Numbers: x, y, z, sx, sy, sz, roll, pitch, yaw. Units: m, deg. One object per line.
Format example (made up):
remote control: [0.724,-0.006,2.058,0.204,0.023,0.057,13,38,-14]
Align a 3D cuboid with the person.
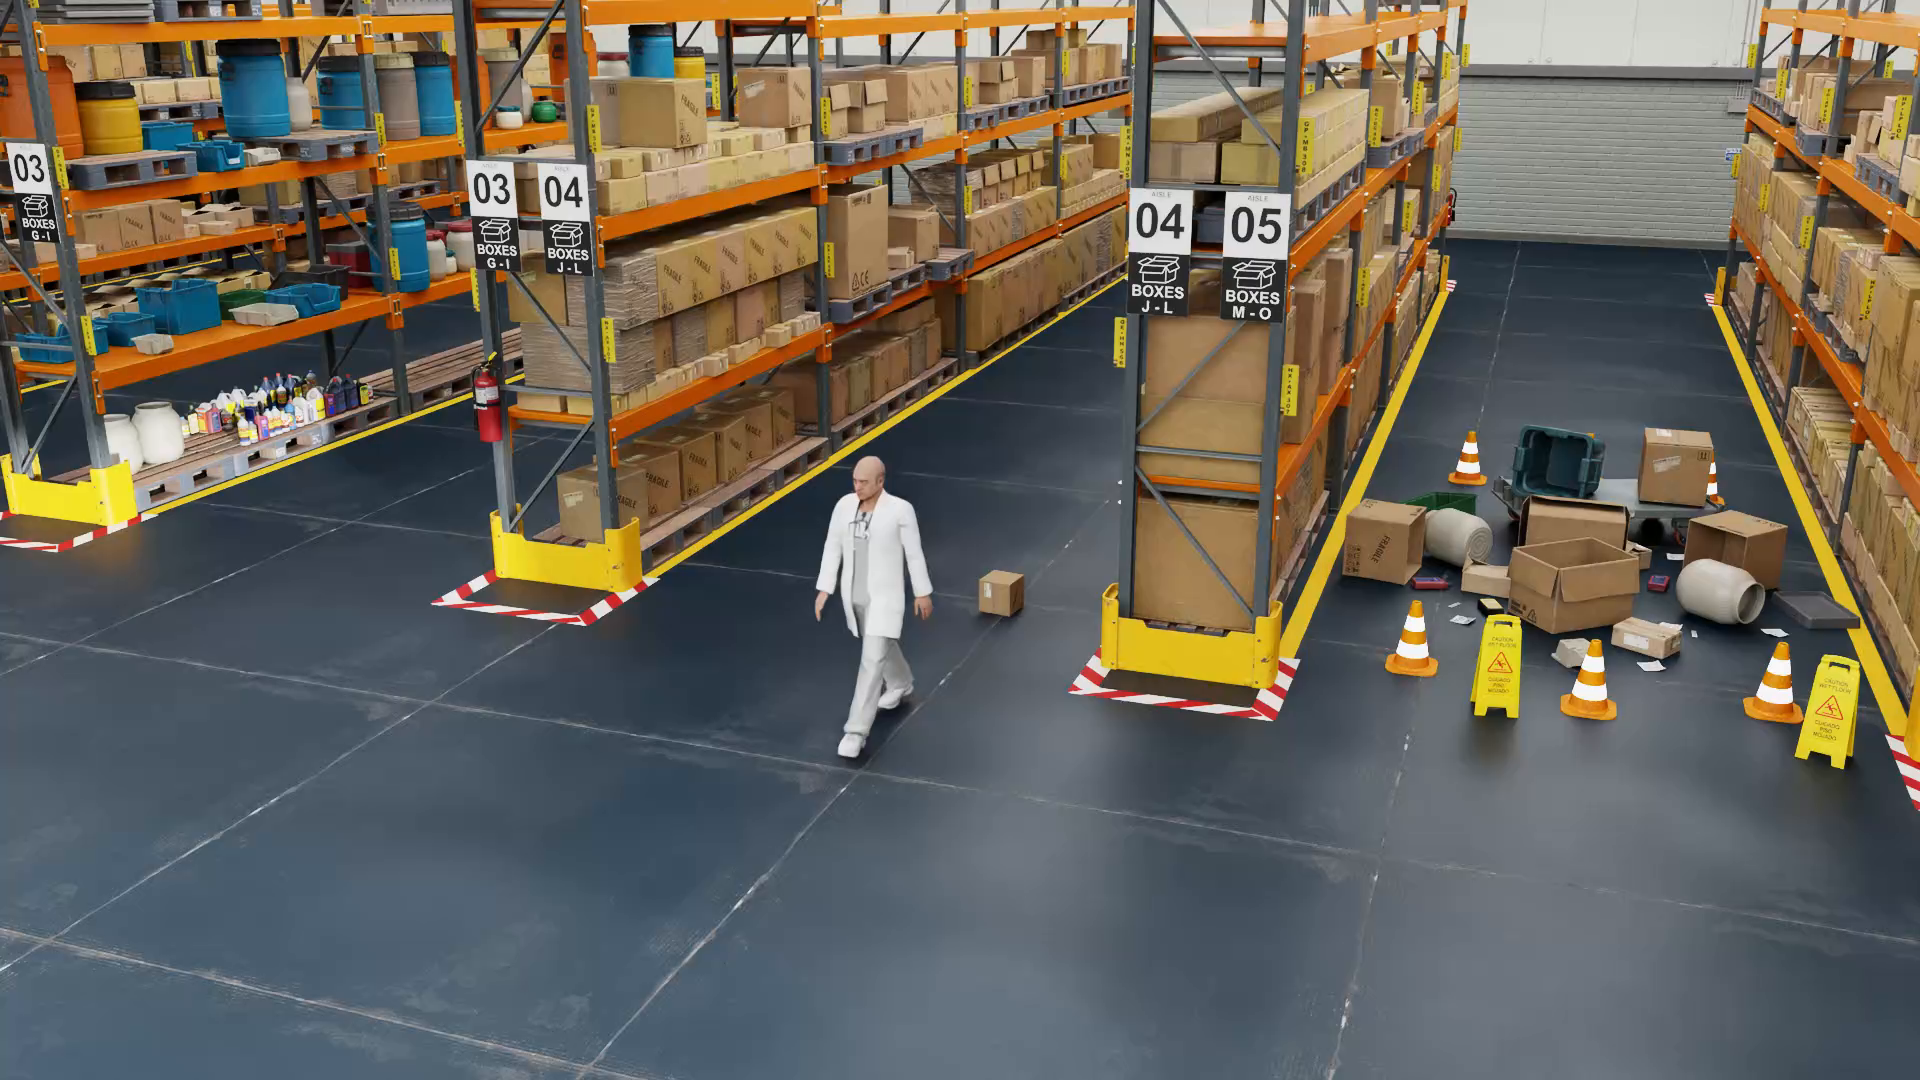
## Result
person: [-0.566,0.338,10.045,0.636,1.713,1.131,11,21,29]
